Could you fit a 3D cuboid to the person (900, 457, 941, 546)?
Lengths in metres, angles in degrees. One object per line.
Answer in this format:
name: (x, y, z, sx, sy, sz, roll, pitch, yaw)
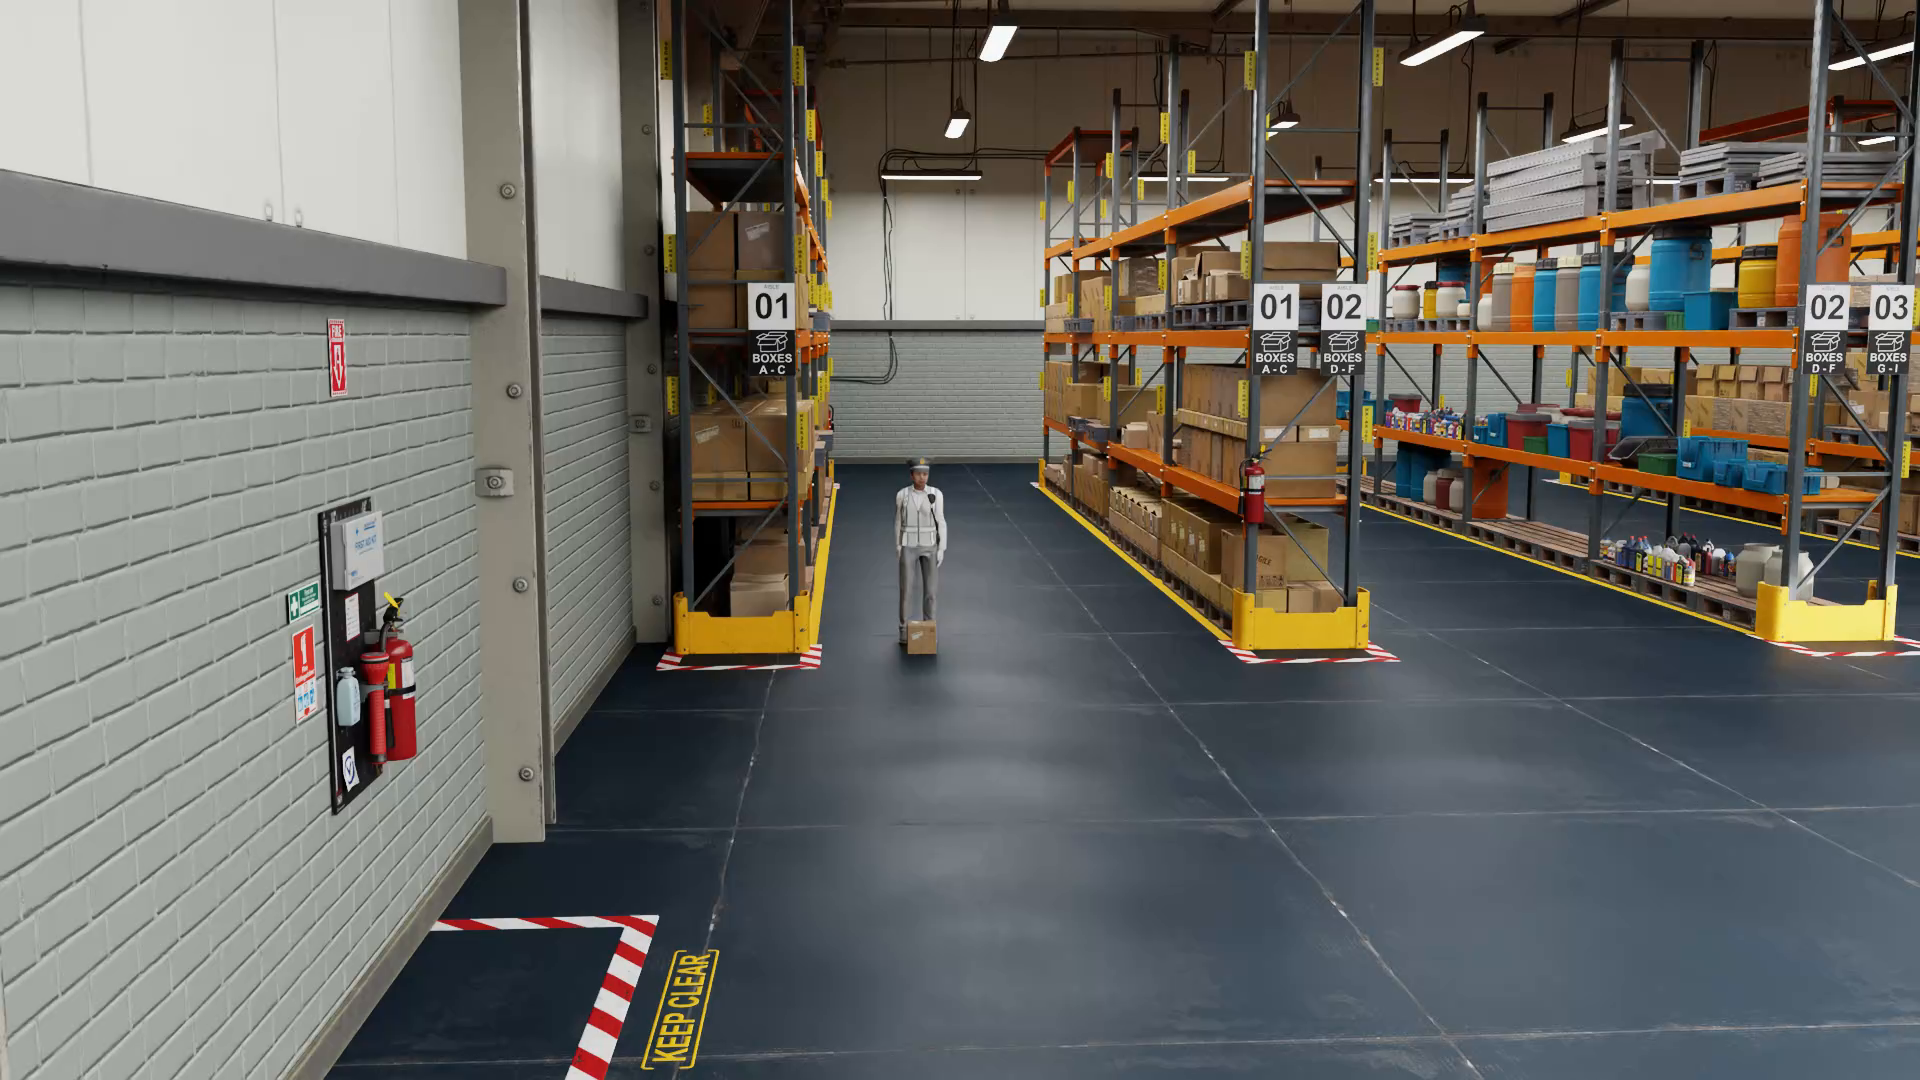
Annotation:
person: (-0.356, -0.341, 14.901, 0.373, 0.809, 0.340, 0, 7, -2)
